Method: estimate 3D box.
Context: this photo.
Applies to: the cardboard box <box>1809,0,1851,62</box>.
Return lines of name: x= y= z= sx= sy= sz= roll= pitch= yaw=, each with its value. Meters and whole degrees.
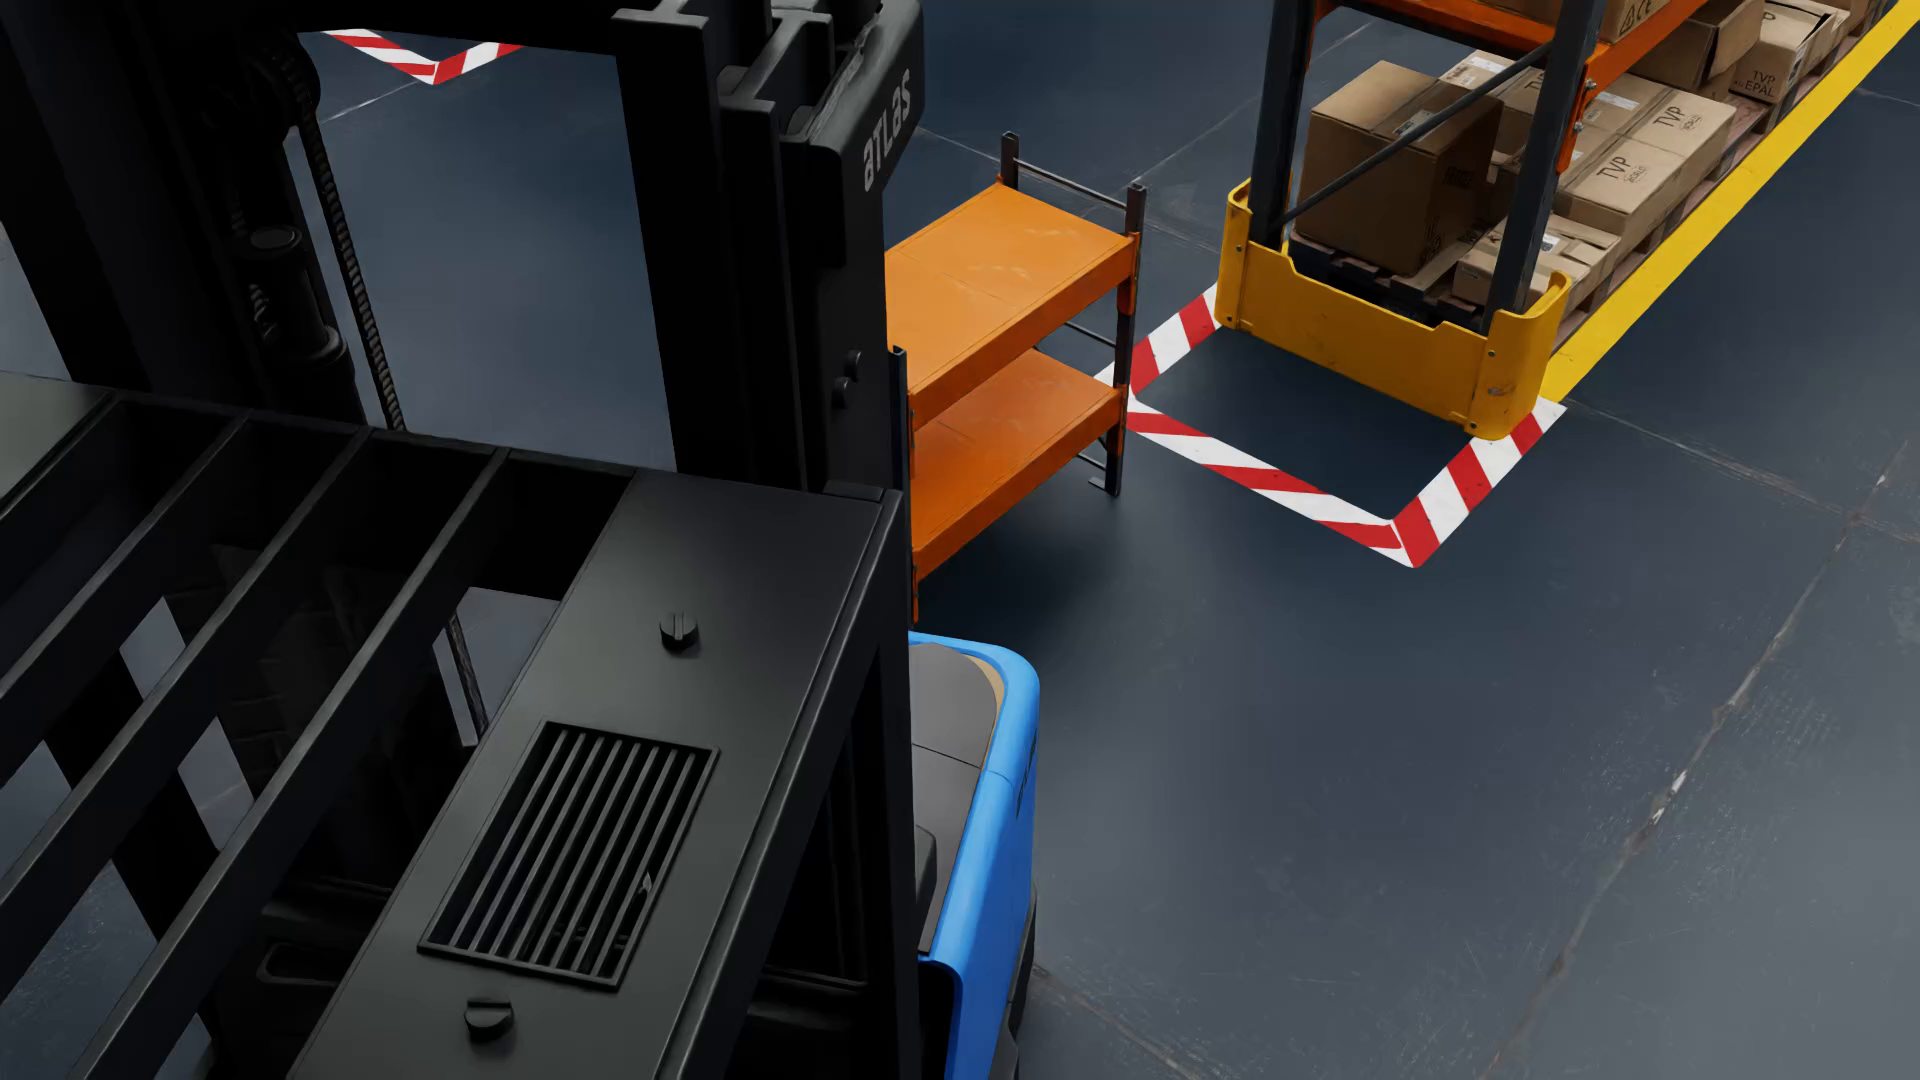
cardboard box: x=3.651 y=-2.261 z=7.299 sx=0.380 sy=0.149 sz=0.250 roll=29 pitch=50 yaw=28

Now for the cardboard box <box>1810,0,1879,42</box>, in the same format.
cardboard box: x=3.846 y=-2.610 z=7.422 sx=0.500 sy=0.500 sz=0.500 roll=29 pitch=50 yaw=28

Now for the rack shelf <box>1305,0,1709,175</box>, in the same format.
rack shelf: x=2.709 y=-2.492 z=6.296 sx=1.077 sy=0.370 sz=4.000 roll=29 pitch=50 yaw=28

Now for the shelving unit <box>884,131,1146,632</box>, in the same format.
shelving unit: x=-0.004 y=-0.413 z=4.868 sx=0.538 sy=1.125 sz=1.048 roll=29 pitch=50 yaw=28

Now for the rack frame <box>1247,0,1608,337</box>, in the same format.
rack frame: x=1.422 y=-1.729 z=4.921 sx=1.000 sy=3.000 sz=0.127 roll=29 pitch=50 yaw=28

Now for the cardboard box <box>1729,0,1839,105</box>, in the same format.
cardboard box: x=3.364 y=-2.154 z=7.061 sx=0.500 sy=0.311 sz=0.500 roll=29 pitch=50 yaw=28

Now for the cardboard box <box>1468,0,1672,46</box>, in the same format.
cardboard box: x=1.909 y=-1.880 z=5.013 sx=0.500 sy=0.500 sz=0.500 roll=31 pitch=50 yaw=29

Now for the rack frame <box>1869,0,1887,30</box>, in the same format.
rack frame: x=3.996 y=-3.788 z=7.187 sx=1.000 sy=3.000 sz=0.127 roll=29 pitch=50 yaw=28

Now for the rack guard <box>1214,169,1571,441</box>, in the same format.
rack guard: x=1.471 y=-0.843 z=5.805 sx=1.175 sy=0.500 sz=0.348 roll=29 pitch=50 yaw=28

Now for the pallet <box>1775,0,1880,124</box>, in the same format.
pallet: x=3.553 y=-2.403 z=7.736 sx=1.003 sy=0.211 sz=1.213 roll=29 pitch=50 yaw=28

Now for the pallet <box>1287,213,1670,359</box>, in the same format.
pallet: x=1.983 y=-1.147 z=6.355 sx=1.003 sy=0.211 sz=1.213 roll=29 pitch=50 yaw=28

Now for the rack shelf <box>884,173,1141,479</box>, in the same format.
rack shelf: x=-0.004 y=-0.629 z=4.671 sx=0.538 sy=0.278 sz=1.000 roll=29 pitch=50 yaw=28

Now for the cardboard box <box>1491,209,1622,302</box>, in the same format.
cardboard box: x=2.115 y=-1.039 z=5.942 sx=0.380 sy=0.166 sz=0.250 roll=29 pitch=50 yaw=28

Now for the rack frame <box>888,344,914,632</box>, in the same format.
rack frame: x=-0.332 y=-0.151 z=4.580 sx=0.500 sy=1.125 sz=0.032 roll=29 pitch=50 yaw=28

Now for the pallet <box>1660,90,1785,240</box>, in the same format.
pallet: x=2.768 y=-1.772 z=7.042 sx=1.003 sy=0.211 sz=1.213 roll=29 pitch=50 yaw=28

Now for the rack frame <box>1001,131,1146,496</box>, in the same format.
rack frame: x=0.323 y=-0.674 z=5.156 sx=0.500 sy=1.125 sz=0.032 roll=29 pitch=50 yaw=28

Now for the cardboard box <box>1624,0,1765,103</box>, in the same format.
cardboard box: x=2.791 y=-2.058 z=6.812 sx=0.797 sy=0.503 sz=0.637 roll=29 pitch=50 yaw=28

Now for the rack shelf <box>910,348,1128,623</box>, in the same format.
rack shelf: x=-0.004 y=-0.232 z=5.032 sx=0.538 sy=0.278 sz=1.000 roll=29 pitch=50 yaw=28

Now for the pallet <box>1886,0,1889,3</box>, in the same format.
pallet: x=4.491 y=-3.192 z=8.603 sx=1.003 sy=0.211 sz=1.213 roll=29 pitch=50 yaw=28

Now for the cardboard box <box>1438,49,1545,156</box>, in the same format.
cardboard box: x=2.217 y=-1.737 z=6.647 sx=0.500 sy=0.250 sz=0.500 roll=29 pitch=50 yaw=28

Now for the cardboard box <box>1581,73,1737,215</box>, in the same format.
cardboard box: x=2.632 y=-1.546 z=6.437 sx=0.500 sy=0.250 sz=0.500 roll=29 pitch=50 yaw=28

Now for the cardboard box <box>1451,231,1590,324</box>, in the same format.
cardboard box: x=1.954 y=-0.903 z=5.806 sx=0.380 sy=0.149 sz=0.250 roll=29 pitch=50 yaw=28

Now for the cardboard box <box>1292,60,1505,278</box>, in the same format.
cardboard box: x=1.583 y=-1.353 z=6.039 sx=0.500 sy=0.500 sz=0.500 roll=29 pitch=50 yaw=28

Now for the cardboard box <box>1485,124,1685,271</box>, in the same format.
cardboard box: x=2.311 y=-1.289 z=6.154 sx=0.500 sy=0.250 sz=0.500 roll=29 pitch=50 yaw=28

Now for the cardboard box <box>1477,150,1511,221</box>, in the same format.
cardboard box: x=1.913 y=-1.399 z=6.338 sx=0.380 sy=0.166 sz=0.250 roll=29 pitch=50 yaw=28

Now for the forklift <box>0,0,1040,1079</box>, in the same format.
forklift: x=-0.649 y=0.832 z=2.157 sx=1.130 sy=2.935 sz=3.031 roll=9 pitch=43 yaw=9
